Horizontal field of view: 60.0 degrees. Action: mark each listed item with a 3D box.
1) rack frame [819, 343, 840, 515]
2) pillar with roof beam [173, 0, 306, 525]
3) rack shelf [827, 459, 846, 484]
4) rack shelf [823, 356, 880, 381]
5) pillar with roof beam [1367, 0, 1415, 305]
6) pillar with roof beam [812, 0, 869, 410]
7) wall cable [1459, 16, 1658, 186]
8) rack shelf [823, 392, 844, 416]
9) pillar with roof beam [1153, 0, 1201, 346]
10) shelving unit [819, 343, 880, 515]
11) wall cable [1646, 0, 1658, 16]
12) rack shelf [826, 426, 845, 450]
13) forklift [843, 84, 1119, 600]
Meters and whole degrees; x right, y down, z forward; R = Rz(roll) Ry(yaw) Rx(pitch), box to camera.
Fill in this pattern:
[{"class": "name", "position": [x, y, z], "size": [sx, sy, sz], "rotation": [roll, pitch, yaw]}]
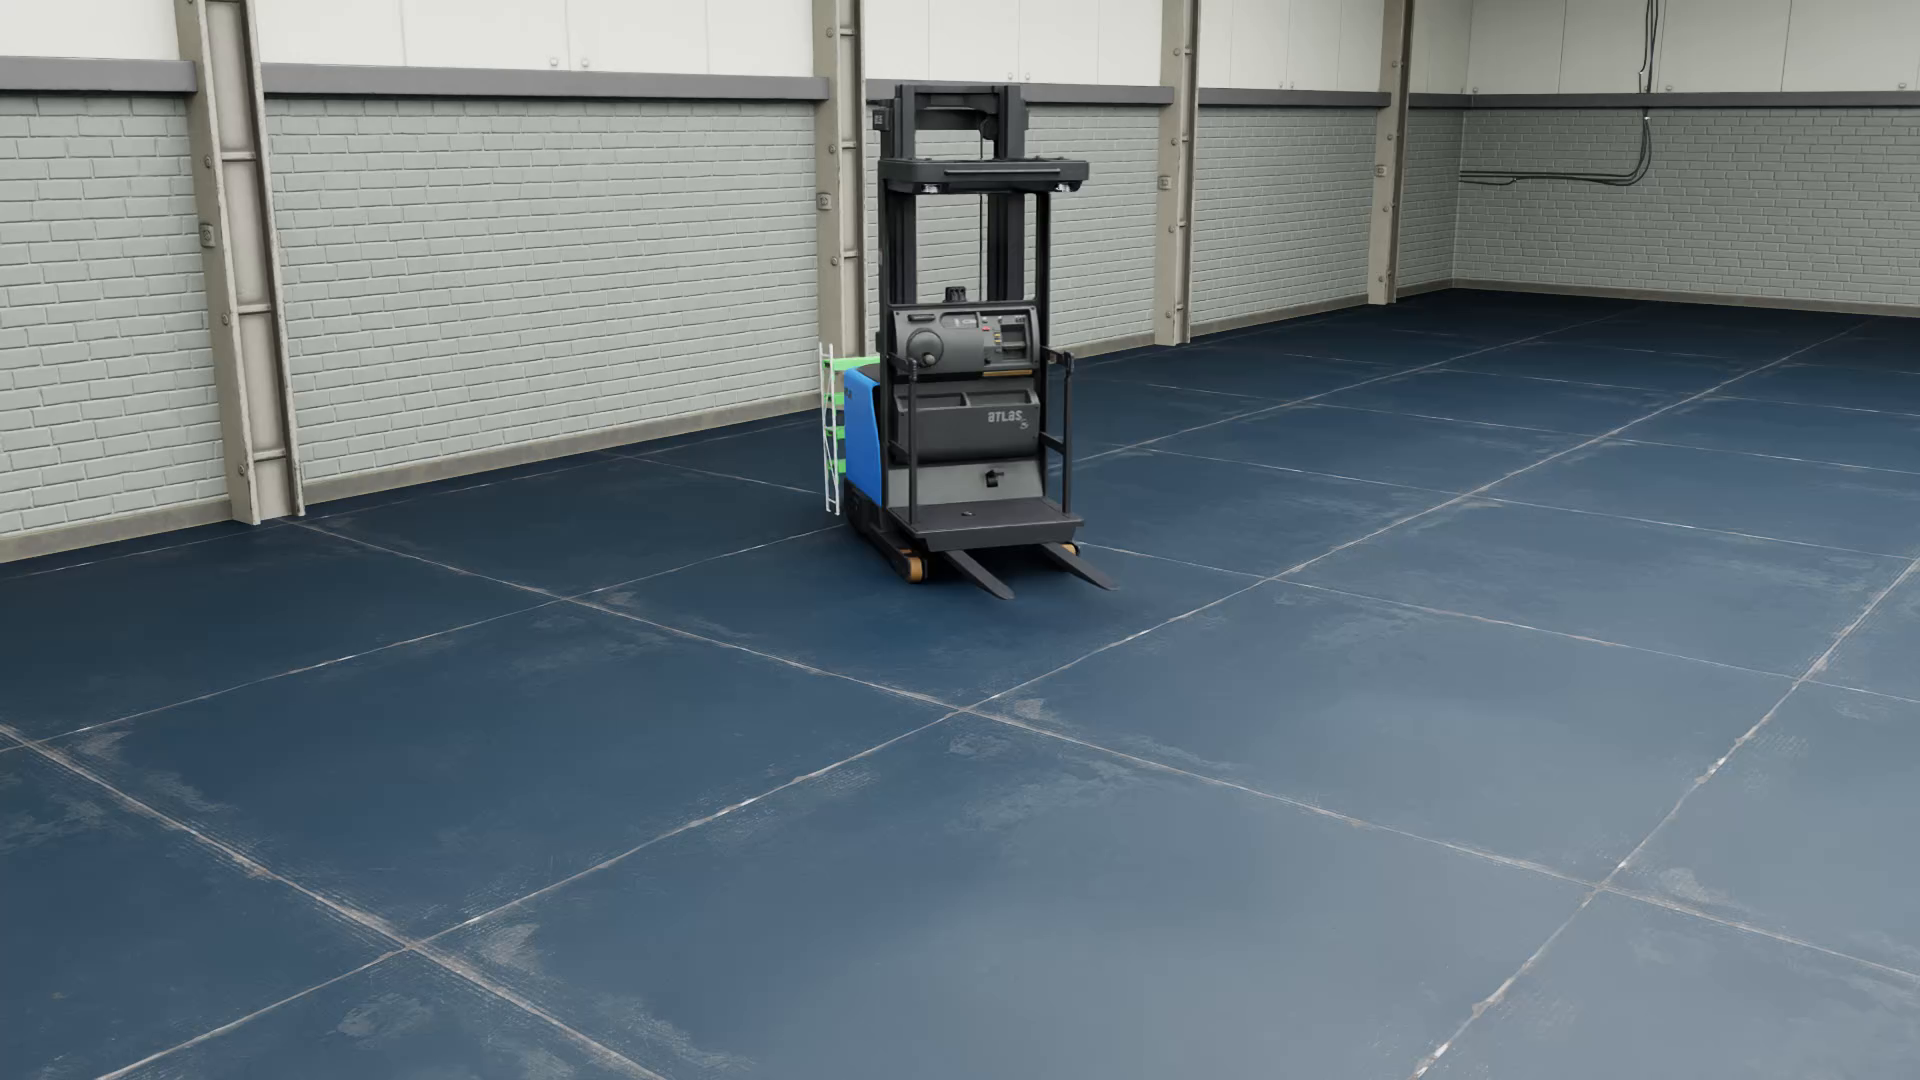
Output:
[{"class": "rack frame", "position": [-0.923, -0.786, 11.741], "size": [0.015, 1.200, 0.240], "rotation": [-6, 11, -23]}, {"class": "pillar with roof beam", "position": [-1.549, -3.861, 8.045], "size": [9.100, 9.000, 0.400], "rotation": [11, 18, 38]}, {"class": "rack shelf", "position": [-0.691, -0.511, 11.890], "size": [0.480, 0.148, 0.258], "rotation": [-6, 11, -23]}, {"class": "rack shelf", "position": [-0.712, -1.219, 11.761], "size": [0.480, 0.148, 0.258], "rotation": [-6, 11, -23]}, {"class": "pillar with roof beam", "position": [9.764, -7.308, 21.614], "size": [9.100, 9.000, 0.400], "rotation": [11, 18, 38]}, {"class": "pillar with roof beam", "position": [2.222, -5.010, 12.568], "size": [9.100, 9.000, 0.400], "rotation": [11, 18, 38]}, {"class": "wall cable", "position": [9.296, -6.829, 26.034], "size": [3.097, 2.526, 0.112], "rotation": [11, 18, 38]}, {"class": "rack shelf", "position": [-0.705, -0.983, 11.804], "size": [0.480, 0.148, 0.258], "rotation": [-6, 11, -23]}, {"class": "pillar with roof beam", "position": [5.993, -6.159, 17.091], "size": [9.100, 9.000, 0.400], "rotation": [11, 18, 38]}, {"class": "shelving unit", "position": [-0.700, -0.809, 11.835], "size": [0.503, 1.200, 0.258], "rotation": [-6, 11, -23]}, {"class": "wall cable", "position": [11.400, -8.858, 23.765], "size": [3.097, 2.526, 0.112], "rotation": [11, 18, 38]}, {"class": "rack shelf", "position": [-0.698, -0.747, 11.847], "size": [0.480, 0.148, 0.258], "rotation": [-6, 11, -23]}, {"class": "forklift", "position": [0.110, -1.267, 10.157], "size": [1.130, 2.935, 3.031], "rotation": [-4, 15, -17]}]
